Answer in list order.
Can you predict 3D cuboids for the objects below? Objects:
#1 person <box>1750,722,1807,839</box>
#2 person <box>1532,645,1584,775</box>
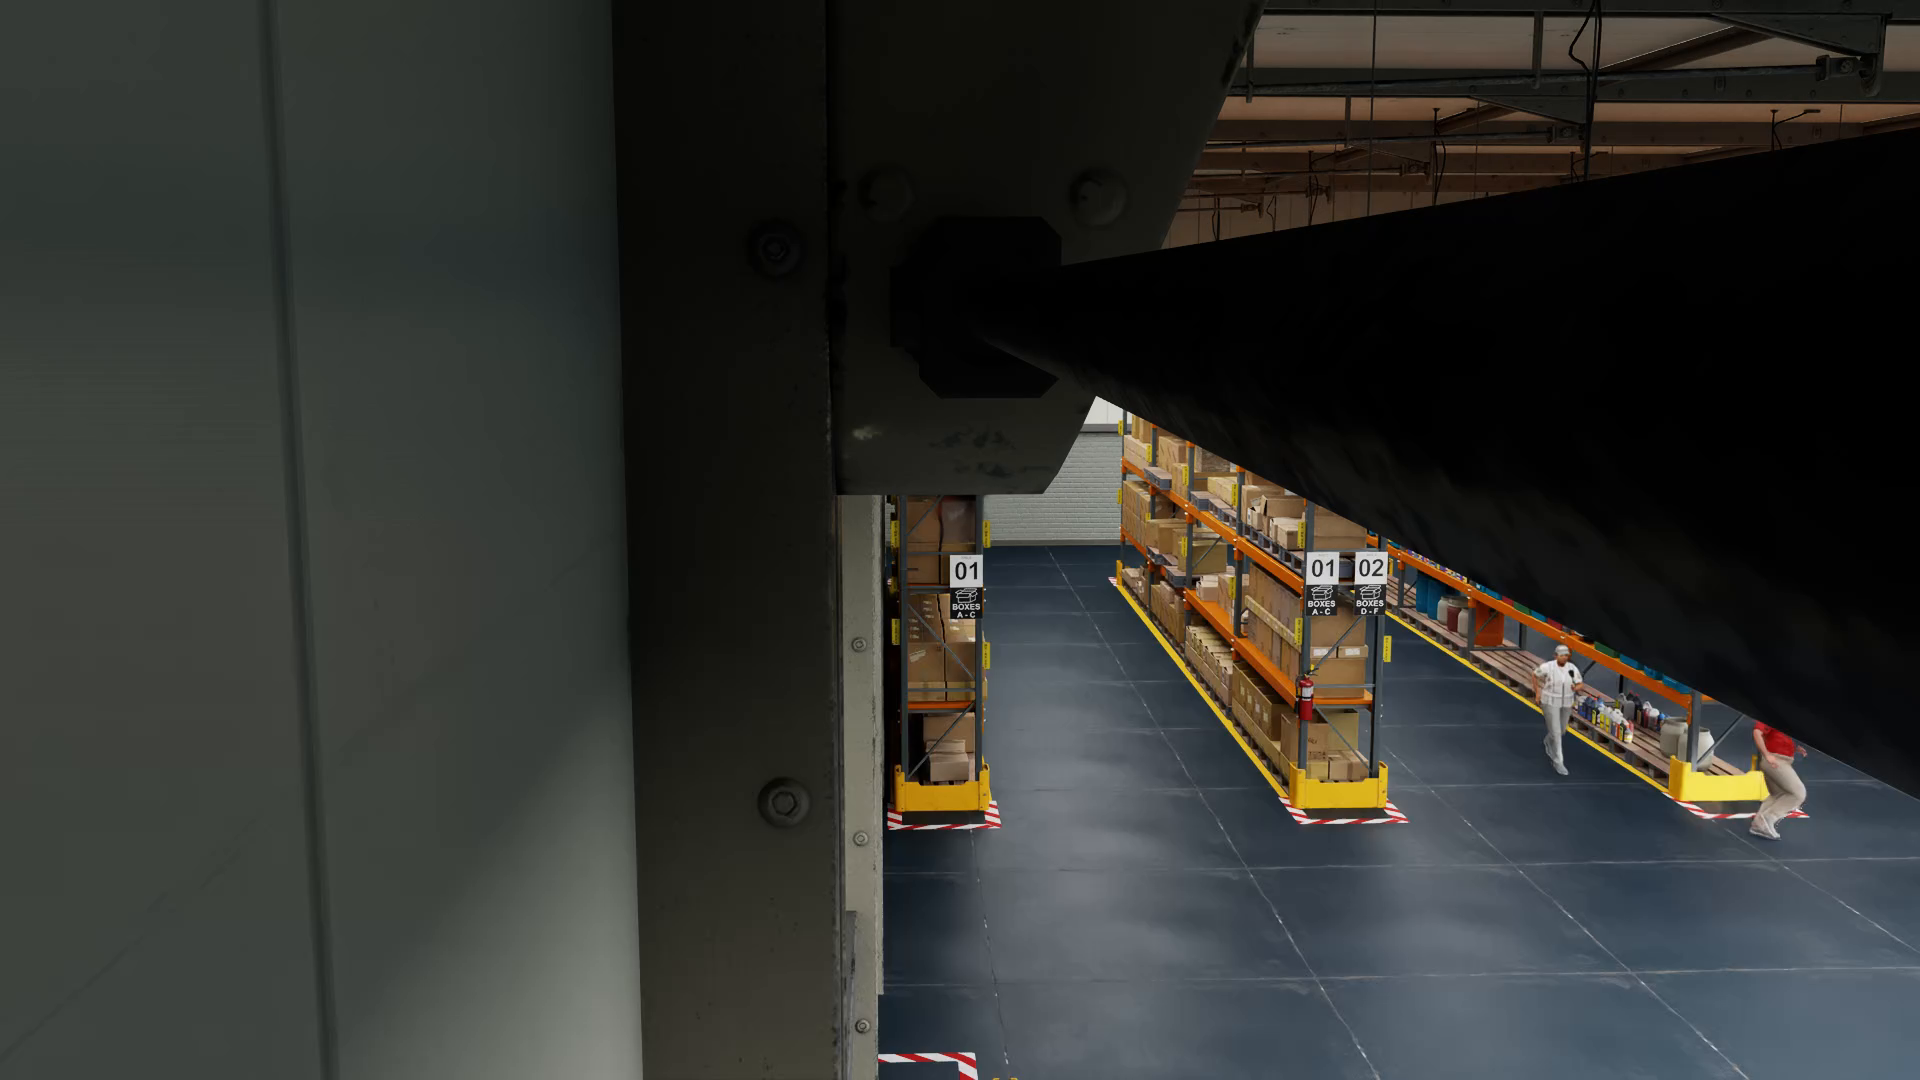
[{"bbox_3d":[9.600,2.644,19.502,0.608,1.680,0.690,4,9,24],"label":"person"},{"bbox_3d":[8.010,2.216,22.293,0.599,1.661,0.937,0,8,-3],"label":"person"}]
